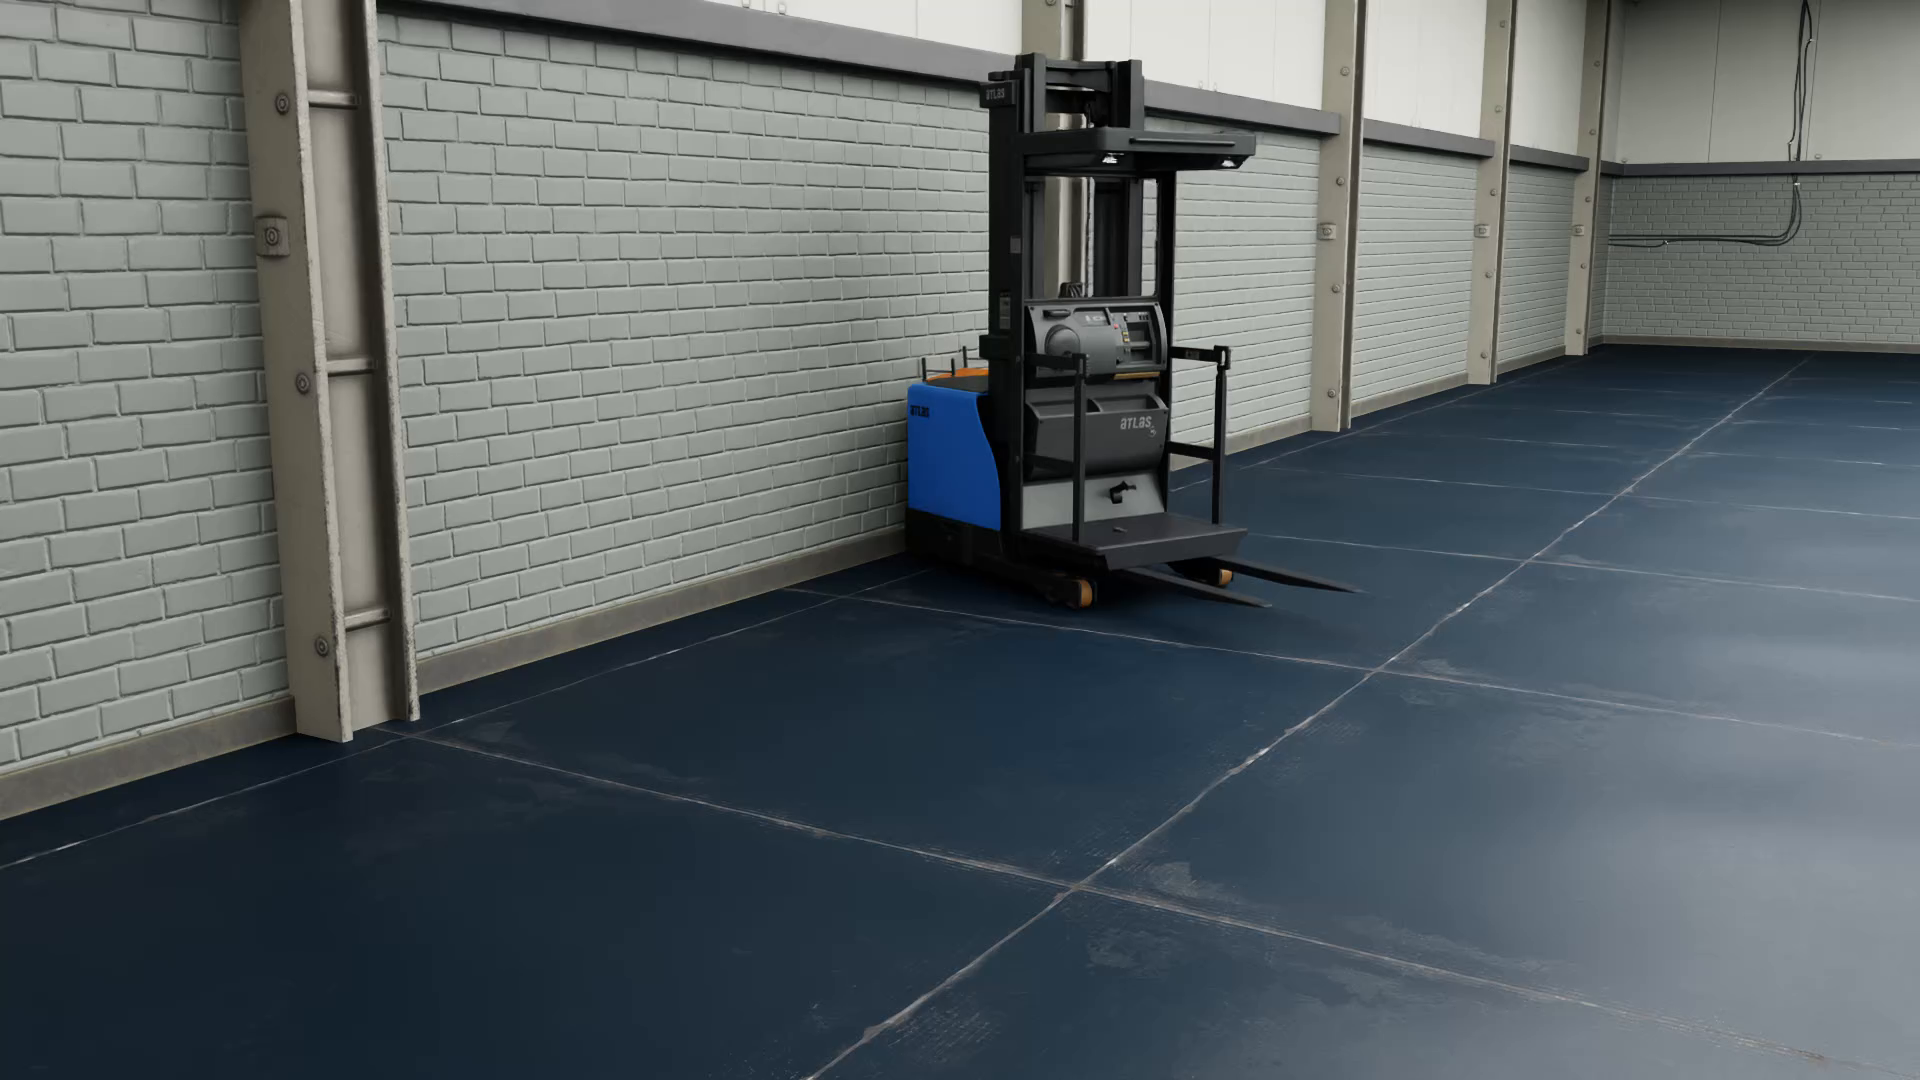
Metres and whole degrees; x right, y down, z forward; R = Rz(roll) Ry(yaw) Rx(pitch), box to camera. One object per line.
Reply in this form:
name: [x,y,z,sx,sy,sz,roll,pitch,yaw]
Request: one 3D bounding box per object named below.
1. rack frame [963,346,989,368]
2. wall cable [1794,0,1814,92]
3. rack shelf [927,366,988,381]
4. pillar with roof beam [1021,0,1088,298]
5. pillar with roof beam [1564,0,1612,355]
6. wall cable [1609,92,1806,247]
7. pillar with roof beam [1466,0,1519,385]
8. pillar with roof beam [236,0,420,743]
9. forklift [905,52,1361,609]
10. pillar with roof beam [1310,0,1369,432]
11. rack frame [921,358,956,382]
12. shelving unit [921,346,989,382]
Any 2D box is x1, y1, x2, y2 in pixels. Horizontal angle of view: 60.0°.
rack frame: [0.161,-0.679,10.954,0.240,1.200,0.015,5,17,32]
wall cable: [14.958,-8.475,26.400,3.097,2.526,0.112,6,12,31]
rack shelf: [0.005,-0.999,10.659,0.258,0.148,0.480,5,17,32]
pillar with roof beam: [4.320,-4.199,8.841,9.100,9.000,0.400,6,12,31]
pillar with roof beam: [13.666,-7.029,23.962,9.100,9.000,0.400,6,12,31]
wall cable: [12.646,-6.251,28.245,3.097,2.526,0.112,6,12,31]
pillar with roof beam: [10.550,-6.086,18.922,9.100,9.000,0.400,6,12,31]
pillar with roof beam: [1.205,-3.255,3.801,9.100,9.000,0.400,6,12,31]
forklift: [0.895,-1.169,9.146,1.130,2.935,3.031,-7,13,-33]
pillar with roof beam: [7.435,-5.142,13.881,9.100,9.000,0.400,6,12,31]
rack frame: [-0.098,-0.559,10.558,0.240,1.200,0.015,5,17,32]
shelving unit: [0.031,-0.619,10.756,0.258,1.200,0.503,5,17,32]
